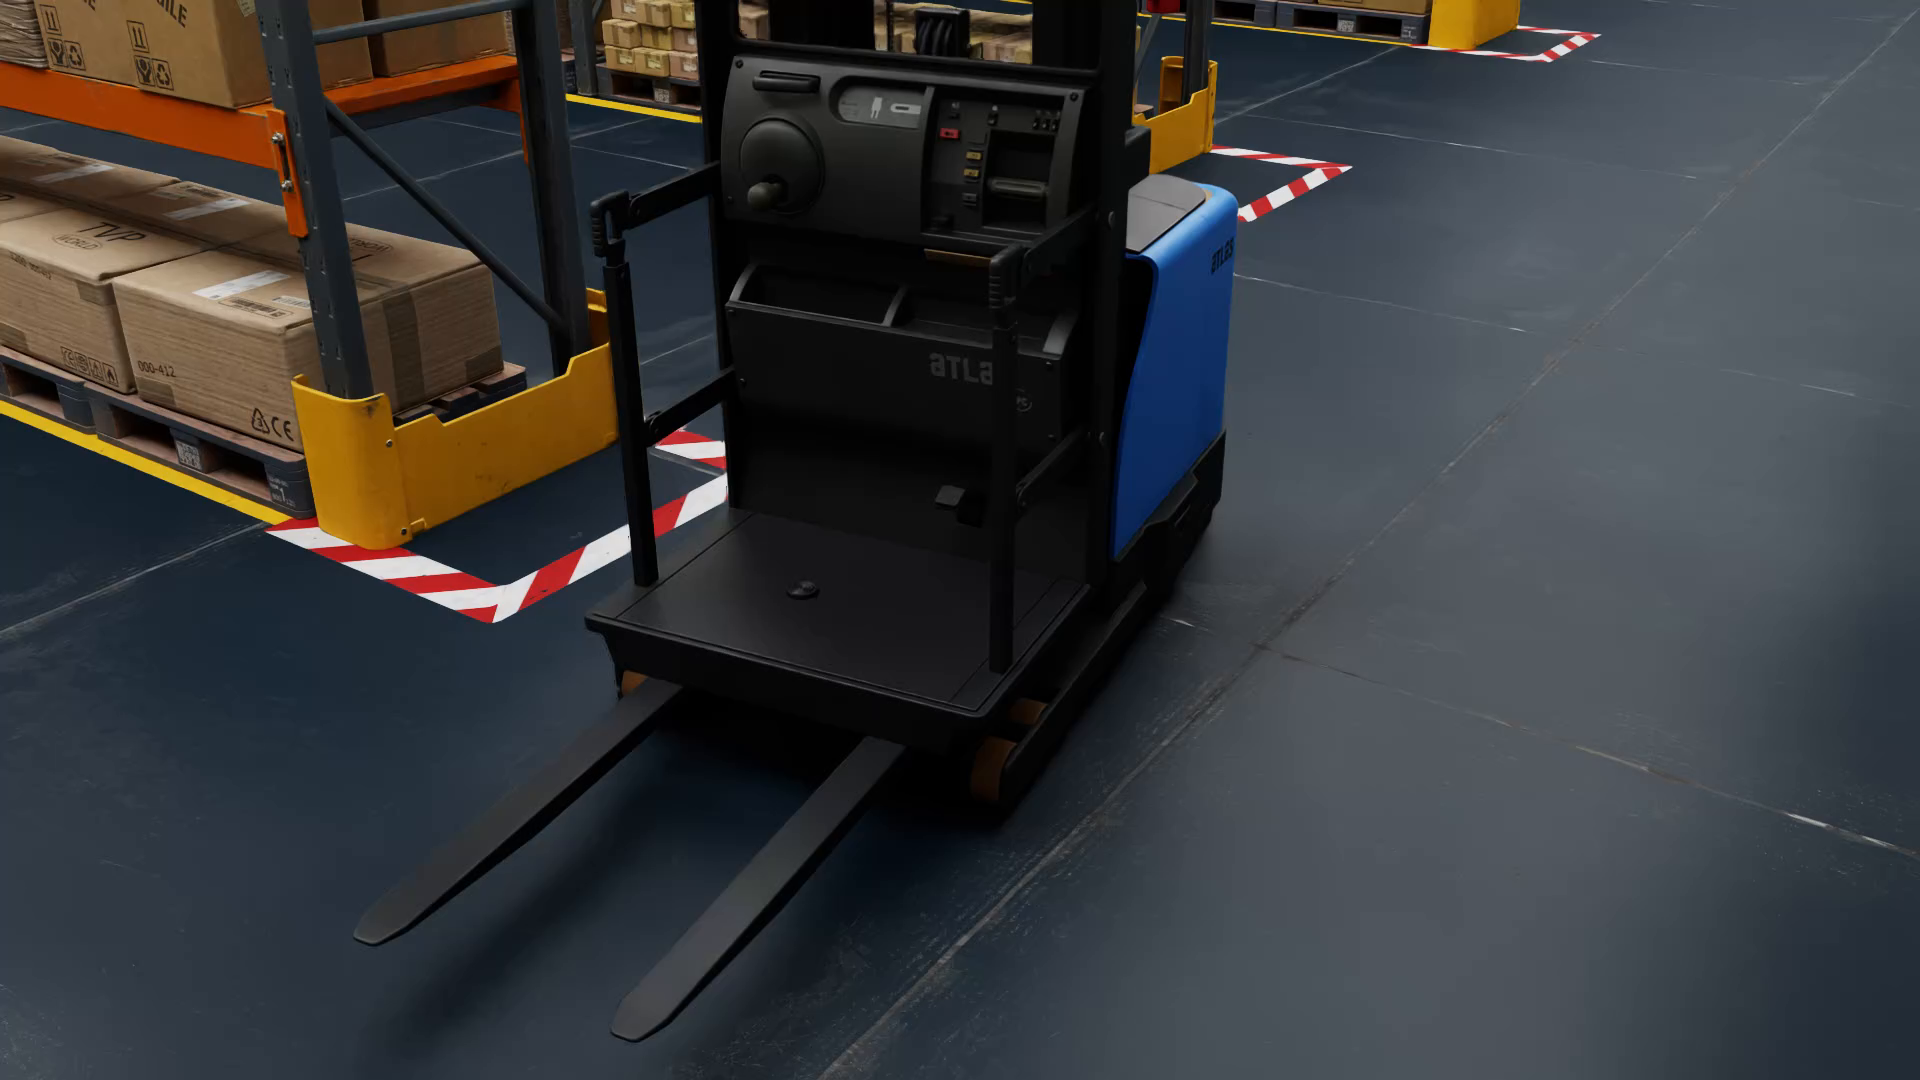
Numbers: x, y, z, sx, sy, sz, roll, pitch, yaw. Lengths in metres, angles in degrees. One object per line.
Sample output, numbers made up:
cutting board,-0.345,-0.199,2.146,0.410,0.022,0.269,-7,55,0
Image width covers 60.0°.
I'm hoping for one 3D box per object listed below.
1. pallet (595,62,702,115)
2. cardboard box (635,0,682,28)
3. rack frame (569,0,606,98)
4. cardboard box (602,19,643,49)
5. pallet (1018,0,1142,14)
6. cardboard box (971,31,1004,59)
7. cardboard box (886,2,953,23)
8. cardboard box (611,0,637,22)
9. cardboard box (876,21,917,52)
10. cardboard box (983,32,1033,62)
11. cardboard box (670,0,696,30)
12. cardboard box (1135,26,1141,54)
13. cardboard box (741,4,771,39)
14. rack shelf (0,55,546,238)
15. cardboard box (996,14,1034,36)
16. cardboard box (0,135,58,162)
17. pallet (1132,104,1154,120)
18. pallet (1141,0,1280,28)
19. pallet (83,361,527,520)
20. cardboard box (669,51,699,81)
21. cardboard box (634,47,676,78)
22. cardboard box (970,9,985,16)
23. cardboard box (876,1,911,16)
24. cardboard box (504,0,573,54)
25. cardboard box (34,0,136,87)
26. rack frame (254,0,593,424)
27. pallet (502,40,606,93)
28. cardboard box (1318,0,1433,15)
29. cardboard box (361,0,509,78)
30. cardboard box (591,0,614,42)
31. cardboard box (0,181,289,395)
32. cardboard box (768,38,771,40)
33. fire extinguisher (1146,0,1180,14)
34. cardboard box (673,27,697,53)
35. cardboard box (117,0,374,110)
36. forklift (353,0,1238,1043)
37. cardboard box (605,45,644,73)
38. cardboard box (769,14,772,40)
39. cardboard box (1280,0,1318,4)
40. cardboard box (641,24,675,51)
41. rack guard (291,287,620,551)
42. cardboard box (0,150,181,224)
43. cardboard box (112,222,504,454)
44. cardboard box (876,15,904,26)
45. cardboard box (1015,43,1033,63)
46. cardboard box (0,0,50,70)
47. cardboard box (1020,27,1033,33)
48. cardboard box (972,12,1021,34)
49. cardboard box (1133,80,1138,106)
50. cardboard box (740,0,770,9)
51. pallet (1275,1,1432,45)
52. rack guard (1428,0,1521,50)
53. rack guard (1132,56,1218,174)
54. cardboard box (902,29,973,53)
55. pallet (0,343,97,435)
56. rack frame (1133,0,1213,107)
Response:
pallet,-1.634,-3.062,11.034,1.213,0.211,1.003,17,32,30
cardboard box,-1.848,-3.387,10.622,0.250,0.149,0.380,19,33,33
rack frame,-2.208,-4.464,10.715,0.127,3.000,1.000,17,32,30
cardboard box,-2.090,-3.300,10.780,0.250,0.149,0.380,19,33,33
pallet,1.266,-4.825,14.499,1.213,0.211,1.003,17,32,30
cardboard box,0.049,-2.765,9.400,0.250,0.149,0.380,17,31,29
cardboard box,-0.246,-3.211,10.276,0.250,0.149,0.380,18,32,31
cardboard box,-2.041,-3.480,10.805,0.250,0.149,0.380,19,32,32
cardboard box,-0.381,-2.903,9.672,0.250,0.149,0.380,19,32,32
cardboard box,0.335,-2.746,9.363,0.250,0.149,0.380,18,32,31
cardboard box,-1.611,-3.340,10.531,0.250,0.149,0.380,17,31,30
cardboard box,0.850,-2.880,9.627,0.250,0.149,0.380,16,31,28
cardboard box,-1.220,-3.186,10.228,0.250,0.149,0.380,18,32,31
rack shelf,-3.279,-1.753,6.181,4.000,0.370,1.077,17,32,30
cardboard box,0.419,-3.019,9.899,0.250,0.149,0.380,17,32,30
cardboard box,-4.470,-1.431,7.117,0.875,0.438,0.875,17,31,30
pallet,0.377,-2.435,9.803,1.213,0.211,1.003,17,32,30
pallet,2.276,-4.512,13.884,1.213,0.211,1.003,17,32,30
pallet,-2.333,-0.494,5.987,1.213,0.211,1.003,17,32,30
cardboard box,-1.636,-3.054,10.625,0.250,0.149,0.380,17,32,30
cardboard box,-1.870,-3.099,10.712,0.250,0.149,0.380,18,32,32
cardboard box,-0.055,-3.126,10.110,0.250,0.149,0.380,19,32,32
cardboard box,-0.508,-3.240,10.333,0.250,0.149,0.380,17,32,30
cardboard box,-2.961,-3.633,11.375,0.500,0.500,0.500,17,31,29
cardboard box,-2.583,-1.764,5.299,0.500,0.500,0.500,17,31,29
rack frame,-1.630,-1.560,5.009,0.127,3.000,1.000,17,32,30
pallet,-2.851,-3.421,11.739,1.213,0.211,1.003,17,32,30
cardboard box,3.408,-4.640,12.940,0.875,0.875,0.875,17,32,30
cardboard box,-1.863,-1.835,5.439,0.500,0.500,0.500,17,32,30
cardboard box,-2.667,-3.826,11.754,0.500,0.500,0.500,19,32,32
cardboard box,-2.990,-0.970,6.210,0.875,0.438,0.875,18,32,32
cardboard box,-1.175,-3.070,10.328,0.250,0.149,0.380,19,33,33
fire extinguisher,1.036,-2.999,8.332,0.183,0.674,0.296,17,32,30
cardboard box,-1.610,-3.220,10.622,0.250,0.149,0.380,17,32,30
cardboard box,-2.178,-1.630,5.035,0.500,0.500,0.500,18,32,31
forklift,-0.241,-0.892,3.770,1.130,2.935,3.031,12,29,22
cardboard box,-2.090,-3.167,10.846,0.250,0.149,0.380,16,31,28
cardboard box,-0.949,-3.147,10.151,0.250,0.149,0.380,16,31,28
cardboard box,2.658,-4.874,13.399,0.875,0.875,0.875,17,32,30
cardboard box,-1.831,-3.269,10.719,0.250,0.149,0.380,18,32,31
rack guard,-1.610,-0.440,5.564,0.348,0.500,1.175,17,32,30
cardboard box,-3.732,-1.202,6.666,0.875,0.438,0.875,16,31,29
cardboard box,-2.231,-0.738,5.754,0.875,0.438,0.875,16,31,29
cardboard box,-0.536,-3.012,9.886,0.250,0.149,0.380,16,31,29
cardboard box,0.509,-2.660,9.194,0.250,0.149,0.380,18,32,31
cardboard box,-3.012,-1.893,5.552,0.500,0.500,0.500,18,32,32
cardboard box,0.554,-2.906,9.677,0.250,0.149,0.380,18,32,31
cardboard box,0.168,-3.051,9.963,0.250,0.149,0.380,16,31,28
cardboard box,0.839,-2.608,9.747,0.250,0.149,0.380,18,32,31
cardboard box,-1.384,-3.282,10.416,0.250,0.149,0.380,16,31,29
pallet,3.277,-4.199,13.267,1.213,0.211,1.003,17,32,30
rack guard,4.000,-4.145,12.844,0.348,0.500,1.175,17,32,30
rack guard,1.027,-2.342,9.302,0.348,0.500,1.175,17,32,30
cardboard box,-0.128,-2.855,9.577,0.250,0.149,0.380,16,31,28
pallet,-3.335,-0.807,6.603,1.213,0.211,1.003,17,32,30
rack frame,1.089,-3.437,8.696,0.127,3.000,1.000,17,32,30
